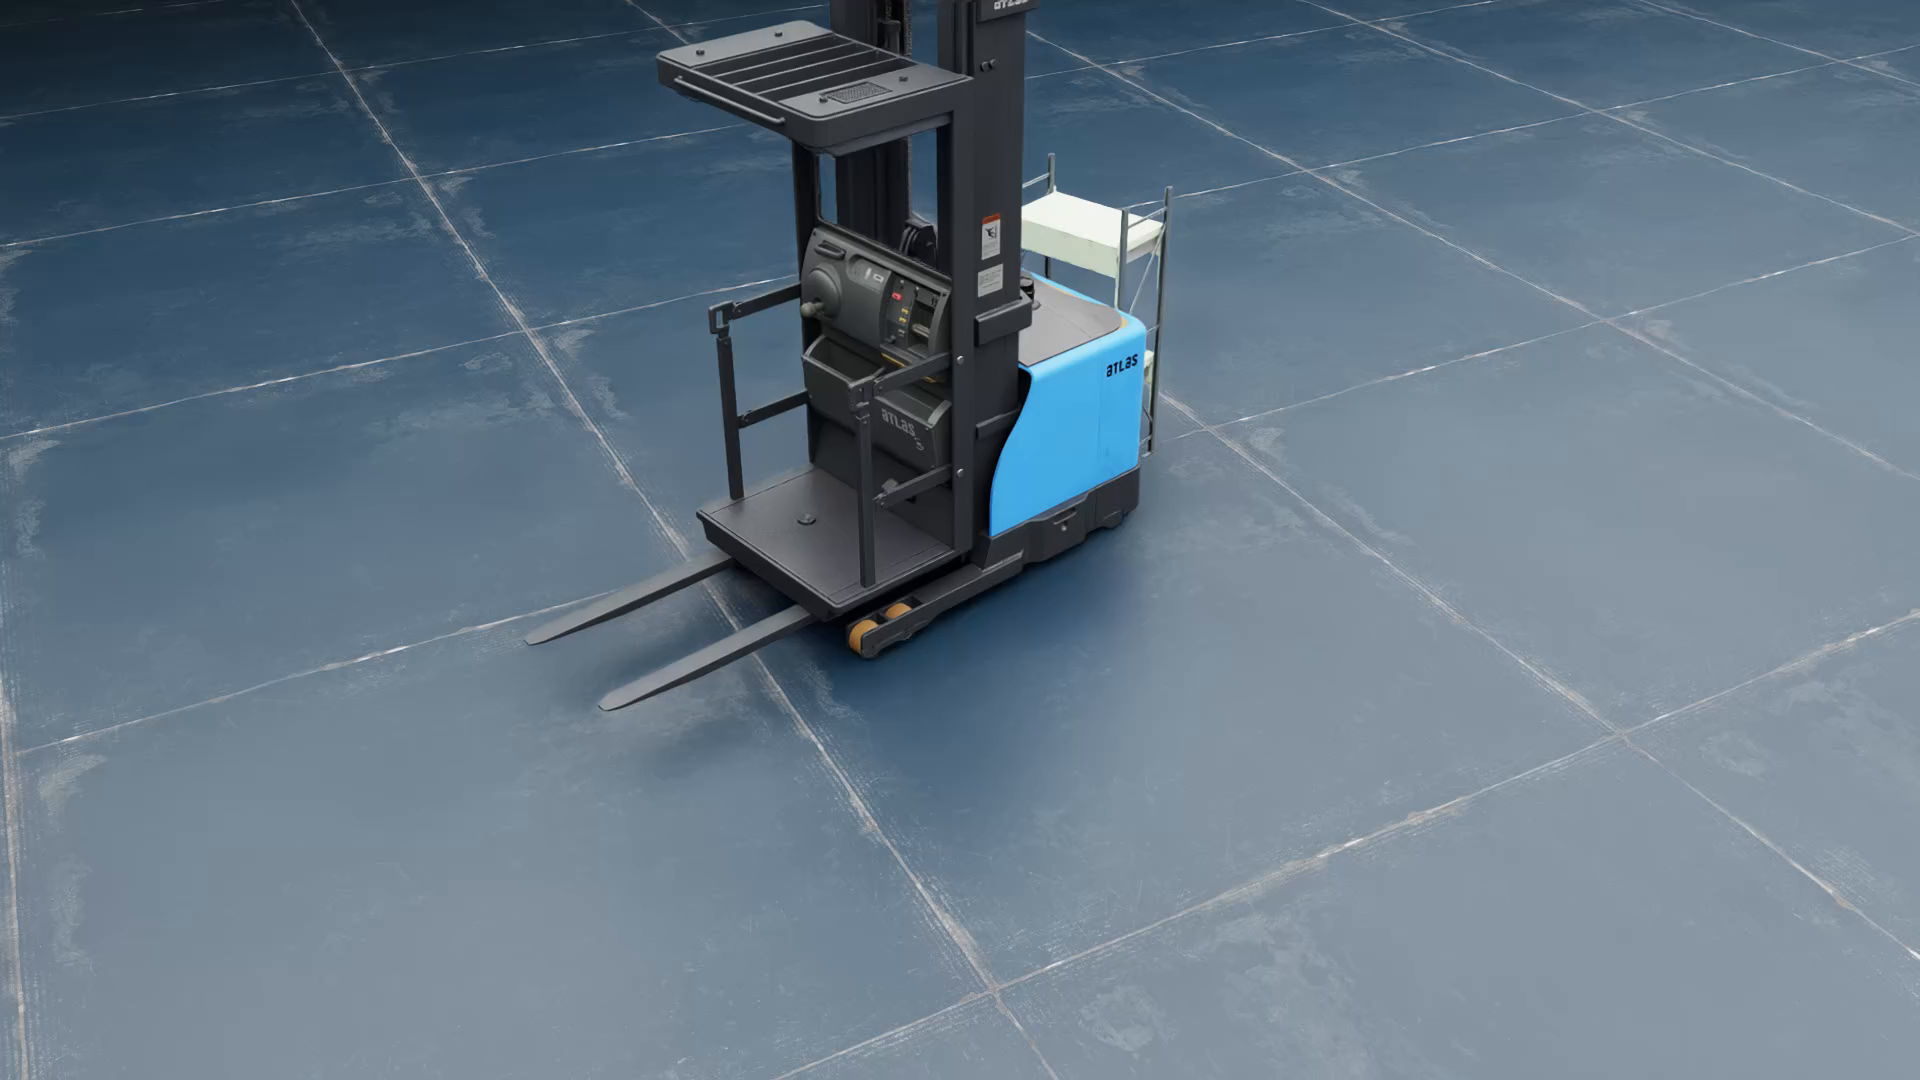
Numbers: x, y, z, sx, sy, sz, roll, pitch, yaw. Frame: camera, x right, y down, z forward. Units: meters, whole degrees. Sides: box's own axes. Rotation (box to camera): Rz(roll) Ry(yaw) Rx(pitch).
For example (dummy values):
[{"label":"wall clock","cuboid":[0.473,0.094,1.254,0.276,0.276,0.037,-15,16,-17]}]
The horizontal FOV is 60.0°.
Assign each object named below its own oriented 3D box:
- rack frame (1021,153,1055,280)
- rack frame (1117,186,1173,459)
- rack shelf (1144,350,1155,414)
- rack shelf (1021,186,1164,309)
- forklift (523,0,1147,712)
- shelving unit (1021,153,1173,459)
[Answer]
[{"label":"rack frame","cuboid":[0.354,-1.282,8.859,0.023,1.500,0.400,25,40,33]},{"label":"rack frame","cuboid":[0.910,-1.025,8.458,0.023,1.500,0.400,25,40,33]},{"label":"rack shelf","cuboid":[0.633,-0.879,8.835,0.720,0.370,0.431,25,40,33]},{"label":"rack shelf","cuboid":[0.631,-1.481,8.447,0.720,0.370,0.431,25,40,33]},{"label":"forklift","cuboid":[-0.533,-1.029,7.139,3.031,2.935,1.130,-26,41,-34]},{"label":"shelving unit","cuboid":[0.632,-1.153,8.658,0.755,1.500,0.431,25,40,33]}]
